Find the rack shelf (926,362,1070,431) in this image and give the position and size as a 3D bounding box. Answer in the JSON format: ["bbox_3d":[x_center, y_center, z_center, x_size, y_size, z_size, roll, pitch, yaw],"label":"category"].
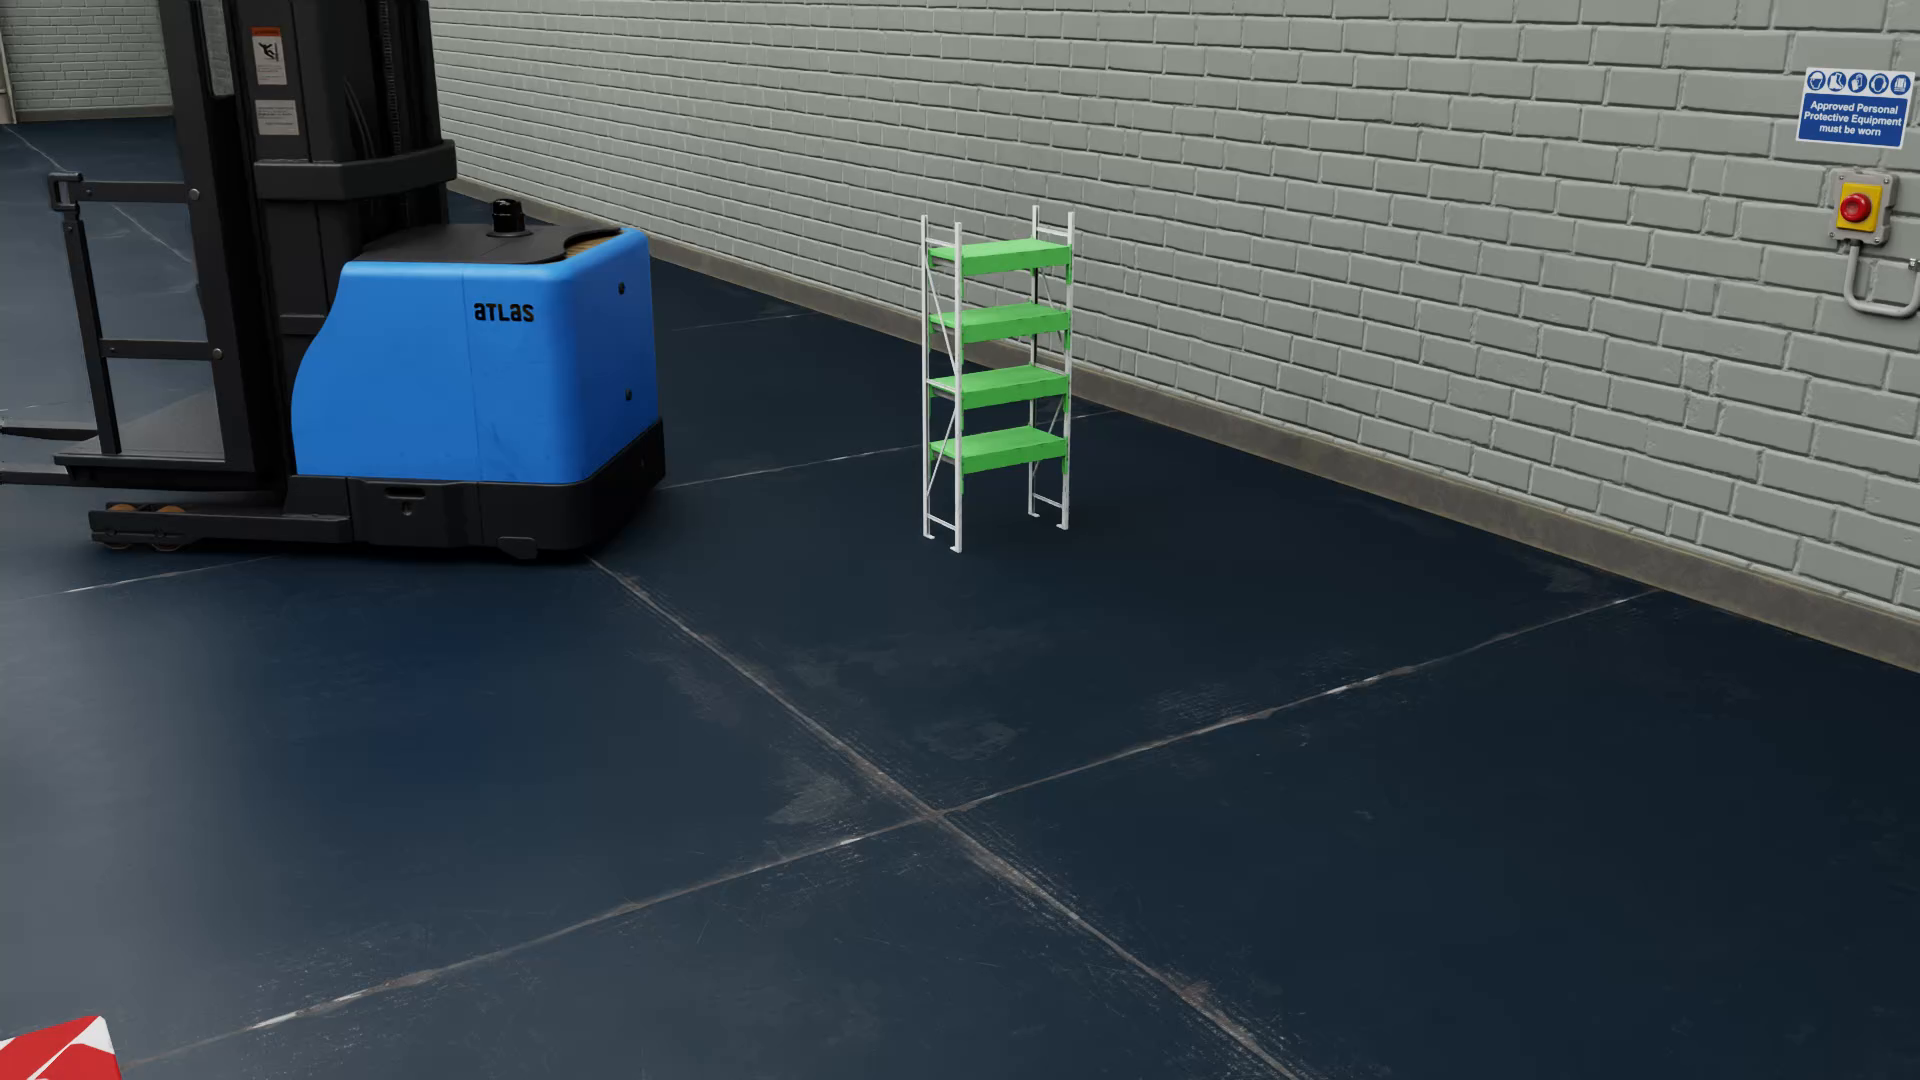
[{"bbox_3d":[0.138,-0.537,6.159,0.480,0.148,0.258,-12,22,-31],"label":"rack shelf"}]

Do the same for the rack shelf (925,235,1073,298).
[{"bbox_3d":[0.138,-0.992,6.006,0.480,0.148,0.258,-12,22,-31],"label":"rack shelf"}]

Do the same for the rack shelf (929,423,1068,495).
[{"bbox_3d":[0.138,-0.310,6.236,0.480,0.148,0.258,-12,22,-31],"label":"rack shelf"}]

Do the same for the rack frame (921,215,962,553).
[{"bbox_3d":[-0.066,-0.555,6.012,0.015,1.200,0.240,-12,22,-31],"label":"rack frame"}]

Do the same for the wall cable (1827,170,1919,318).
[{"bbox_3d":[2.629,-1.629,4.743,0.123,1.953,0.585,-12,22,-31],"label":"wall cable"}]

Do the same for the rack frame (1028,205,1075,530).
[{"bbox_3d":[0.342,-0.641,6.266,0.015,1.200,0.240,-12,22,-31],"label":"rack frame"}]

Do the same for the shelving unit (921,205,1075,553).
[{"bbox_3d":[0.138,-0.598,6.139,0.503,1.200,0.258,-12,22,-31],"label":"shelving unit"}]

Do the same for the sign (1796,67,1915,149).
[{"bbox_3d":[2.653,-1.284,4.938,0.001,0.218,0.327,-12,22,-31],"label":"sign"}]

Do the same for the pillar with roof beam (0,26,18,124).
[{"bbox_3d":[-11.544,-9.156,19.277,0.400,9.000,9.100,-12,22,-31],"label":"pillar with roof beam"}]

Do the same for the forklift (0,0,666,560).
[{"bbox_3d":[-2.760,-1.509,6.132,3.031,2.935,1.130,2,19,7],"label":"forklift"}]

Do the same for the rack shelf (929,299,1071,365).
[{"bbox_3d":[0.138,-0.764,6.082,0.480,0.148,0.258,-12,22,-31],"label":"rack shelf"}]
